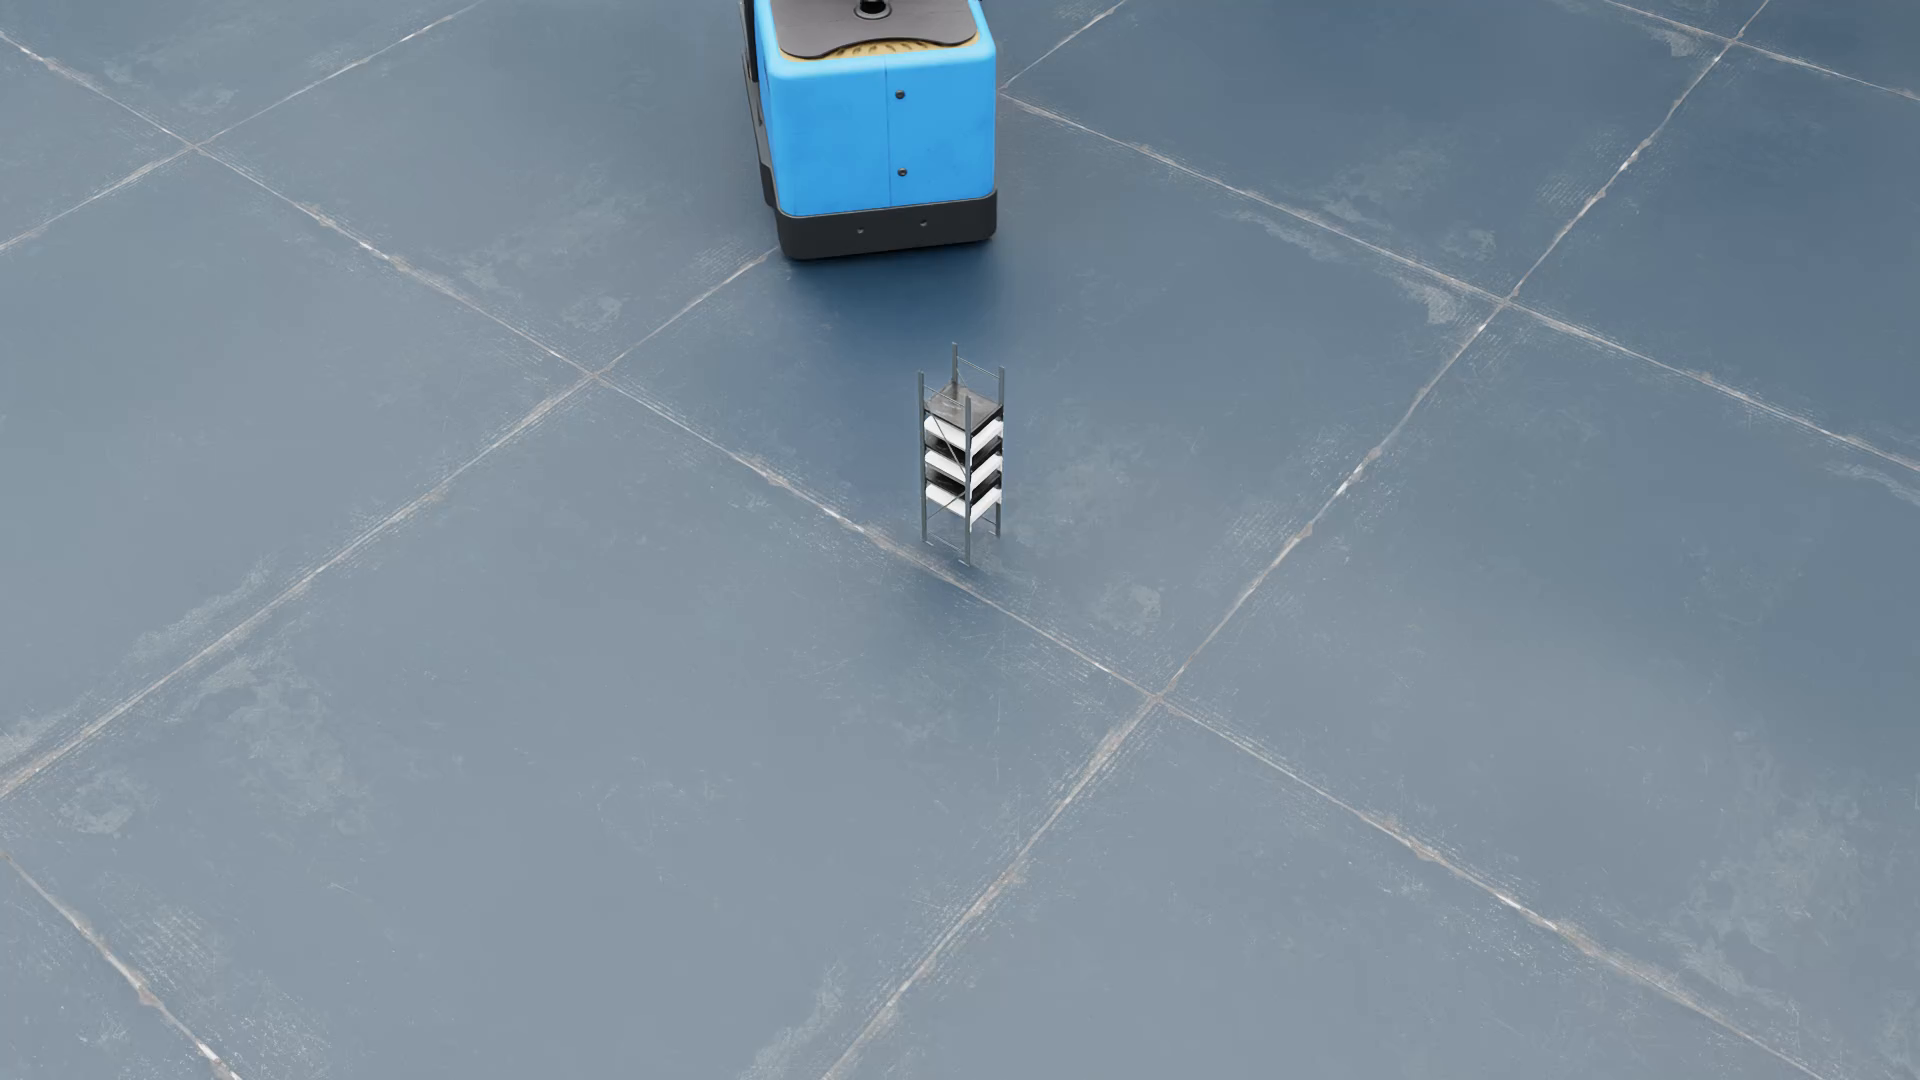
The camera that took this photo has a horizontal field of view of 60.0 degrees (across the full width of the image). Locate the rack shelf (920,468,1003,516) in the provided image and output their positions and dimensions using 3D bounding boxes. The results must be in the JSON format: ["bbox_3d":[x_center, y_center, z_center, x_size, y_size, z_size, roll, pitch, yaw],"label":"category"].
[{"bbox_3d":[0.005,-0.230,6.518,0.258,0.077,0.200,29,53,25],"label":"rack shelf"}]

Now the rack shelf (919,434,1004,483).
[{"bbox_3d":[0.005,-0.355,6.388,0.258,0.077,0.200,29,53,25],"label":"rack shelf"}]

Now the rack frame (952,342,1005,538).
[{"bbox_3d":[0.067,-0.374,6.485,0.240,0.900,0.006,29,53,25],"label":"rack frame"}]

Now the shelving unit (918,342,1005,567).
[{"bbox_3d":[0.005,-0.315,6.429,0.258,0.900,0.210,29,53,25],"label":"shelving unit"}]

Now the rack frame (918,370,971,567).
[{"bbox_3d":[-0.057,-0.257,6.373,0.240,0.900,0.006,29,53,25],"label":"rack frame"}]

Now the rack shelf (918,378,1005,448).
[{"bbox_3d":[0.005,-0.479,6.258,0.258,0.077,0.200,29,53,25],"label":"rack shelf"}]

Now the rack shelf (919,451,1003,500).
[{"bbox_3d":[0.005,-0.292,6.453,0.258,0.077,0.200,29,53,25],"label":"rack shelf"}]

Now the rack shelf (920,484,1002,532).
[{"bbox_3d":[0.005,-0.168,6.583,0.258,0.077,0.200,29,53,25],"label":"rack shelf"}]

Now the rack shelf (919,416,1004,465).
[{"bbox_3d":[0.005,-0.417,6.323,0.258,0.077,0.200,29,53,25],"label":"rack shelf"}]

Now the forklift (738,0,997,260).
[{"bbox_3d":[-0.590,-3.432,8.001,1.130,2.935,3.031,-7,47,-7],"label":"forklift"}]
